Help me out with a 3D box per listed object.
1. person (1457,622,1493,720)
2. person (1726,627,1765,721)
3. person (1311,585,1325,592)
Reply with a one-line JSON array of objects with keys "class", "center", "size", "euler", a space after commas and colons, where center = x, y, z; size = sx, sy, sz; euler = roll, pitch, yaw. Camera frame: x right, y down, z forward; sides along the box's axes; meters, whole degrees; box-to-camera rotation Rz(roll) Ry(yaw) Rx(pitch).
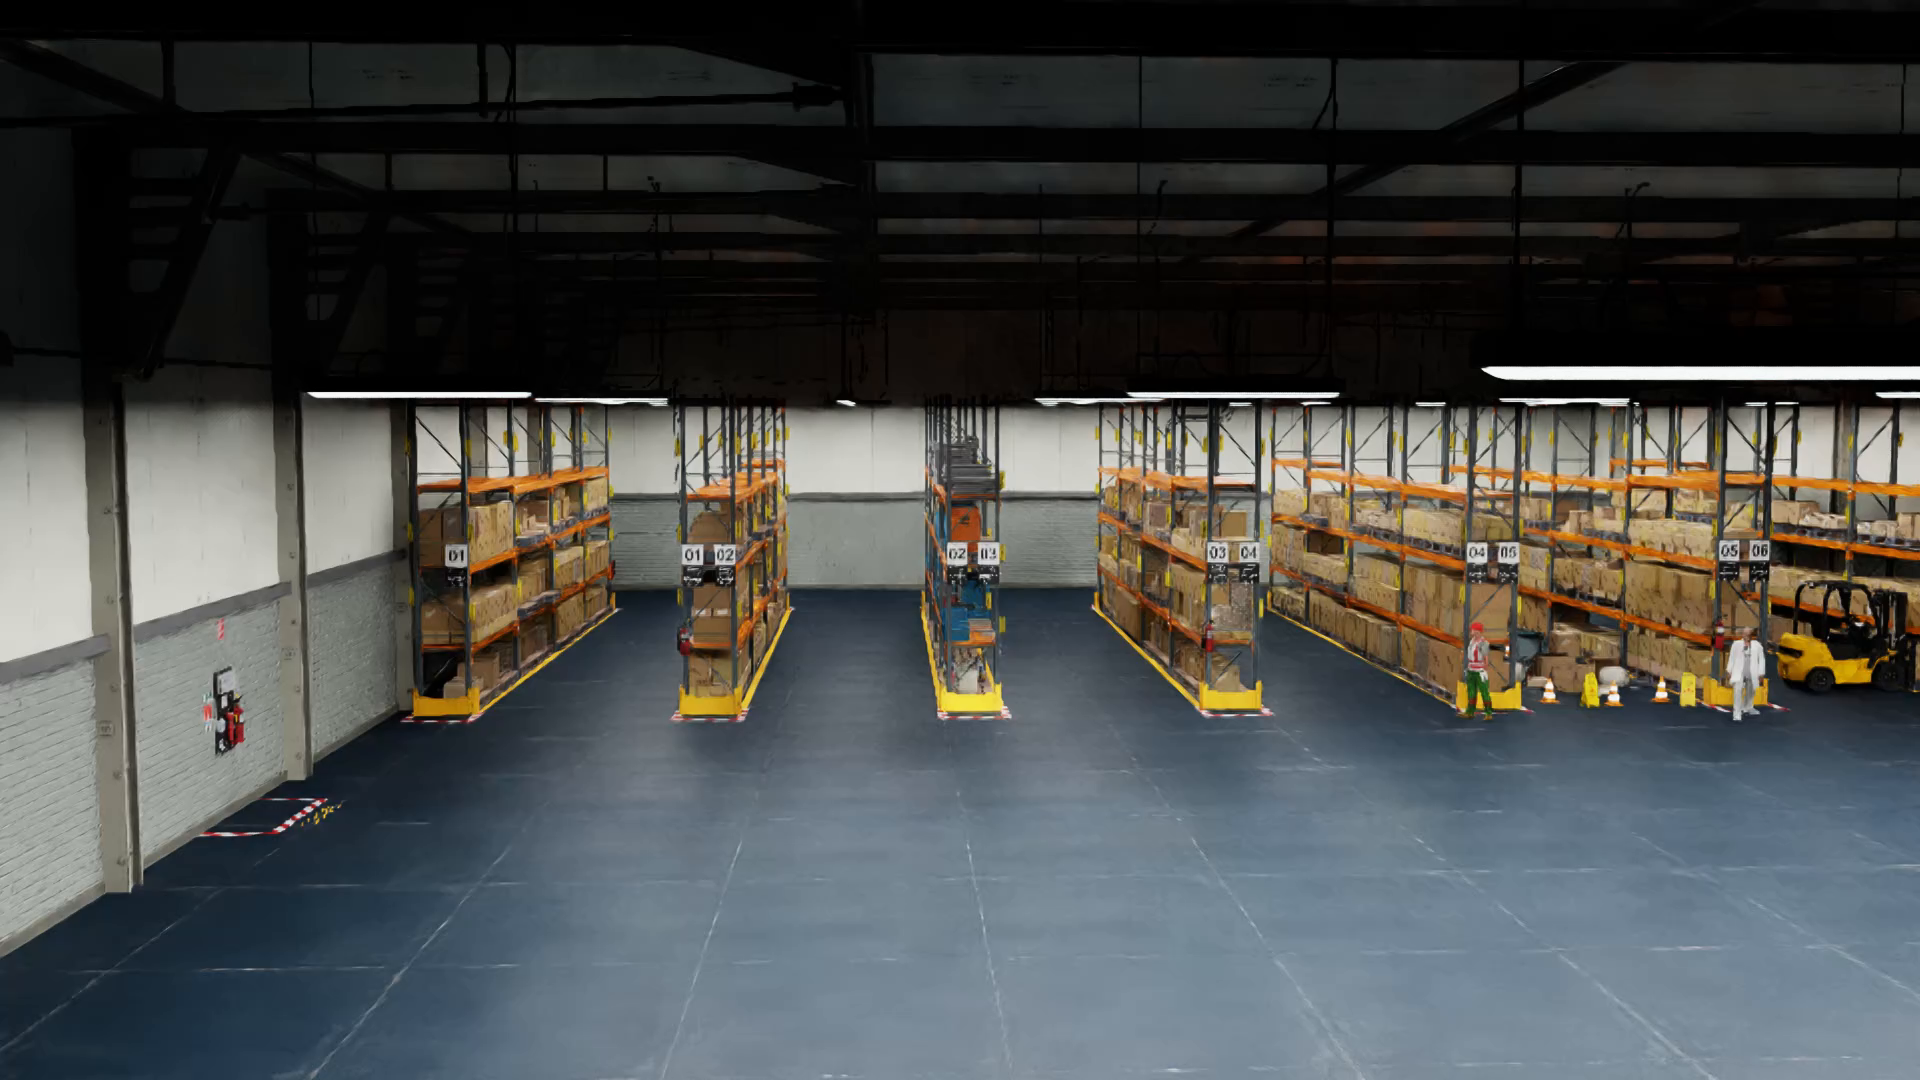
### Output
[{"class": "person", "center": [9.531, 2.404, 30.652], "size": [0.501, 1.790, 0.642], "euler": [-1, 5, -13]}, {"class": "person", "center": [14.480, 2.445, 30.641], "size": [0.635, 1.722, 1.045], "euler": [1, 5, 18]}, {"class": "person", "center": [10.943, 0.882, 50.956], "size": [0.520, 1.644, 0.509], "euler": [3, 5, 34]}]
